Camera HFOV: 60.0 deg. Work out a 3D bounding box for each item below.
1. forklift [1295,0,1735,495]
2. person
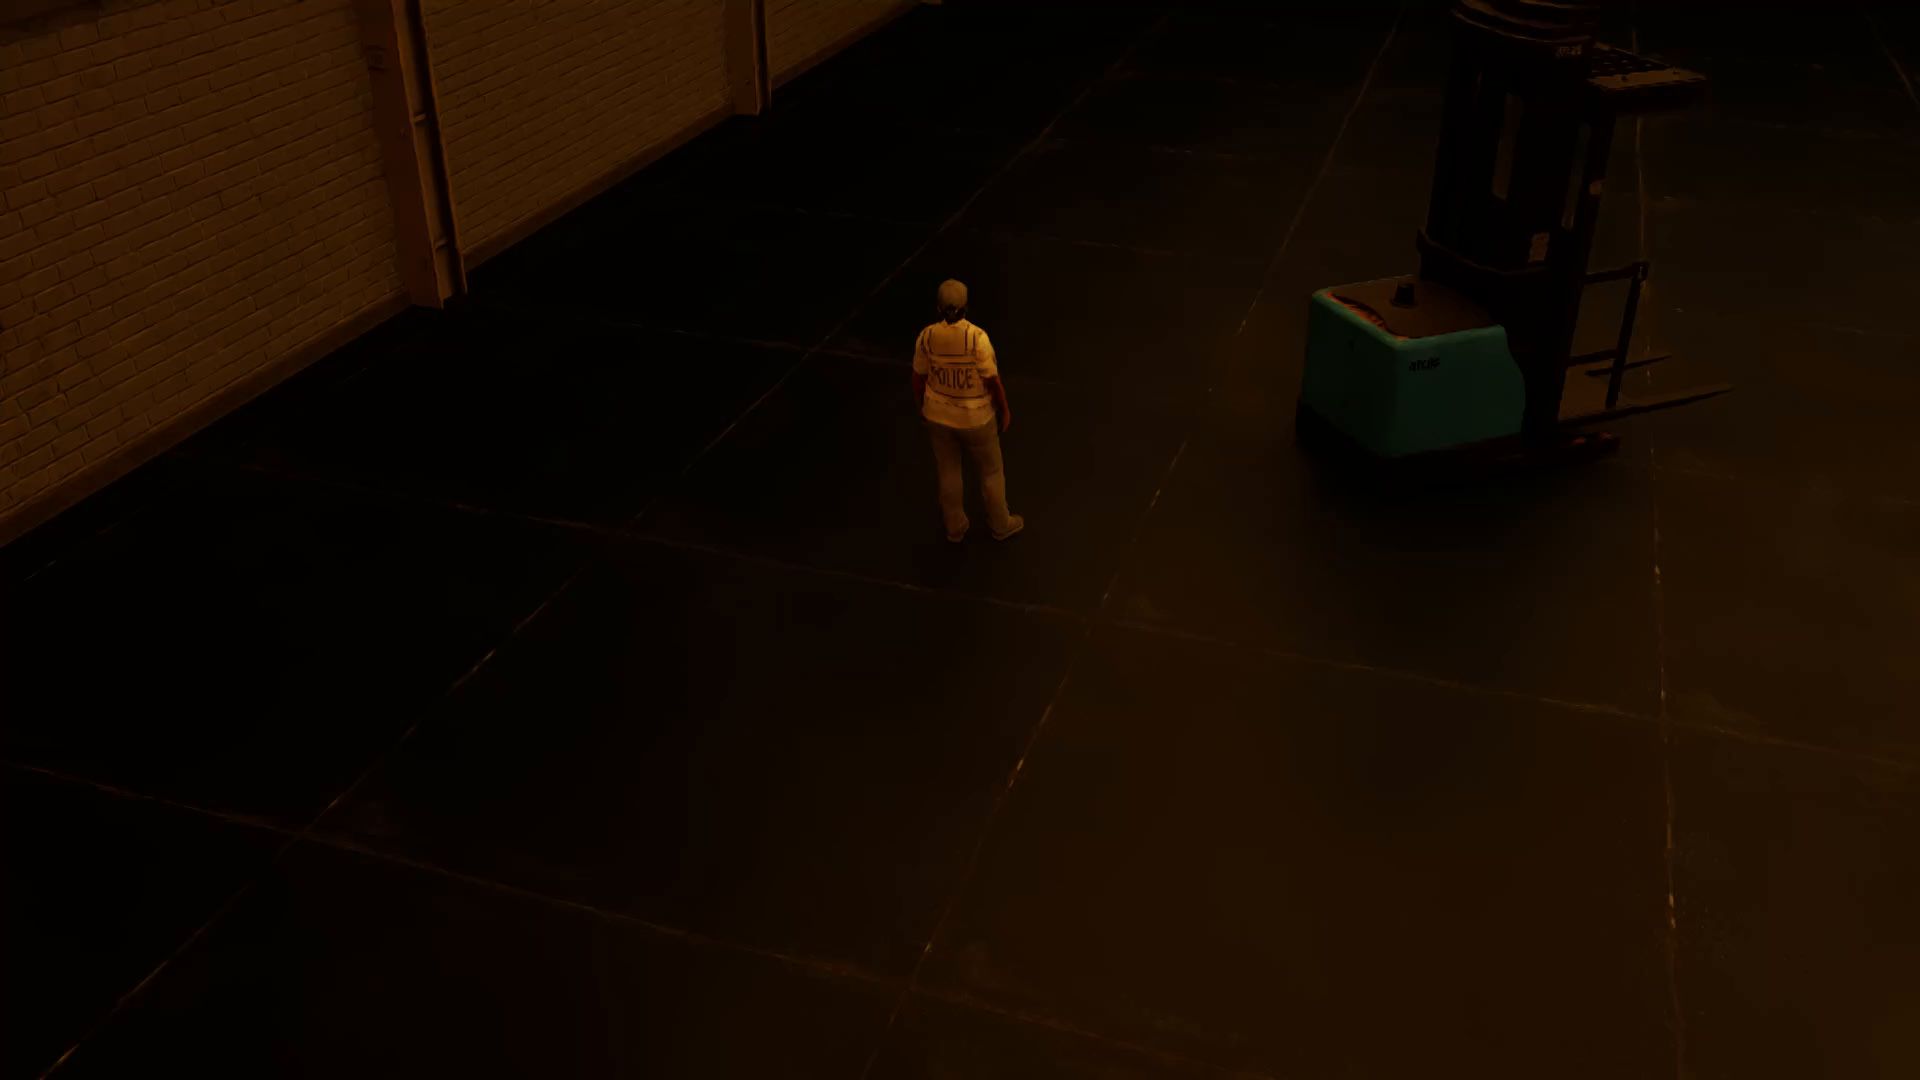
[{"bbox_3d":[3.835,-2.014,10.670,3.031,2.935,1.130,-11,32,-19],"label":"forklift"},{"bbox_3d":[0.046,-0.762,9.736,0.598,1.669,0.529,10,31,16],"label":"person"}]
